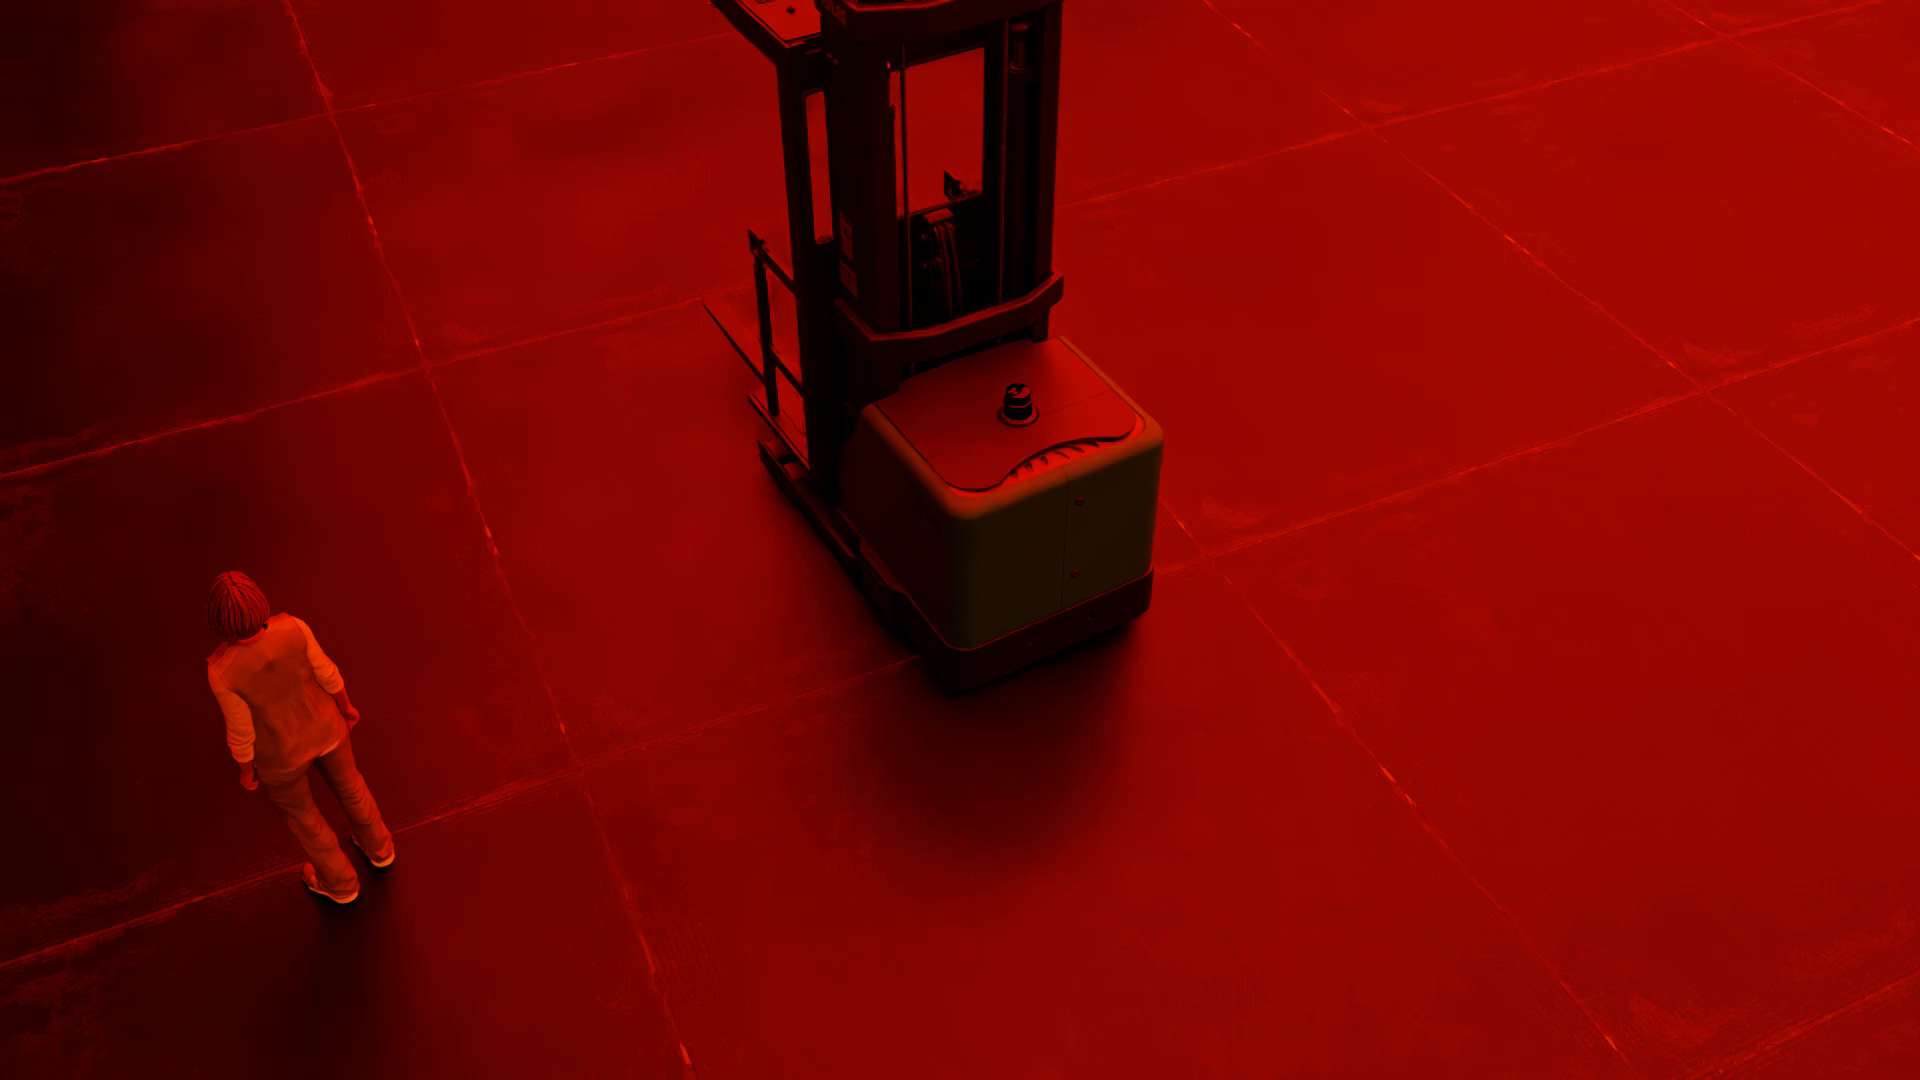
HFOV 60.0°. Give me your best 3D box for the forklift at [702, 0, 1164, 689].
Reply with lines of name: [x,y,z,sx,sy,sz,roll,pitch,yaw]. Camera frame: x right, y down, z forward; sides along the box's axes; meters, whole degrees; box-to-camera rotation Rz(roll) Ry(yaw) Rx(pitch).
forklift: [-0.330,-1.432,7.215,1.130,2.935,3.031,-22,47,-22]

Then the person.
person: [-2.364,0.700,5.907,0.336,1.602,0.462,31,51,29]
